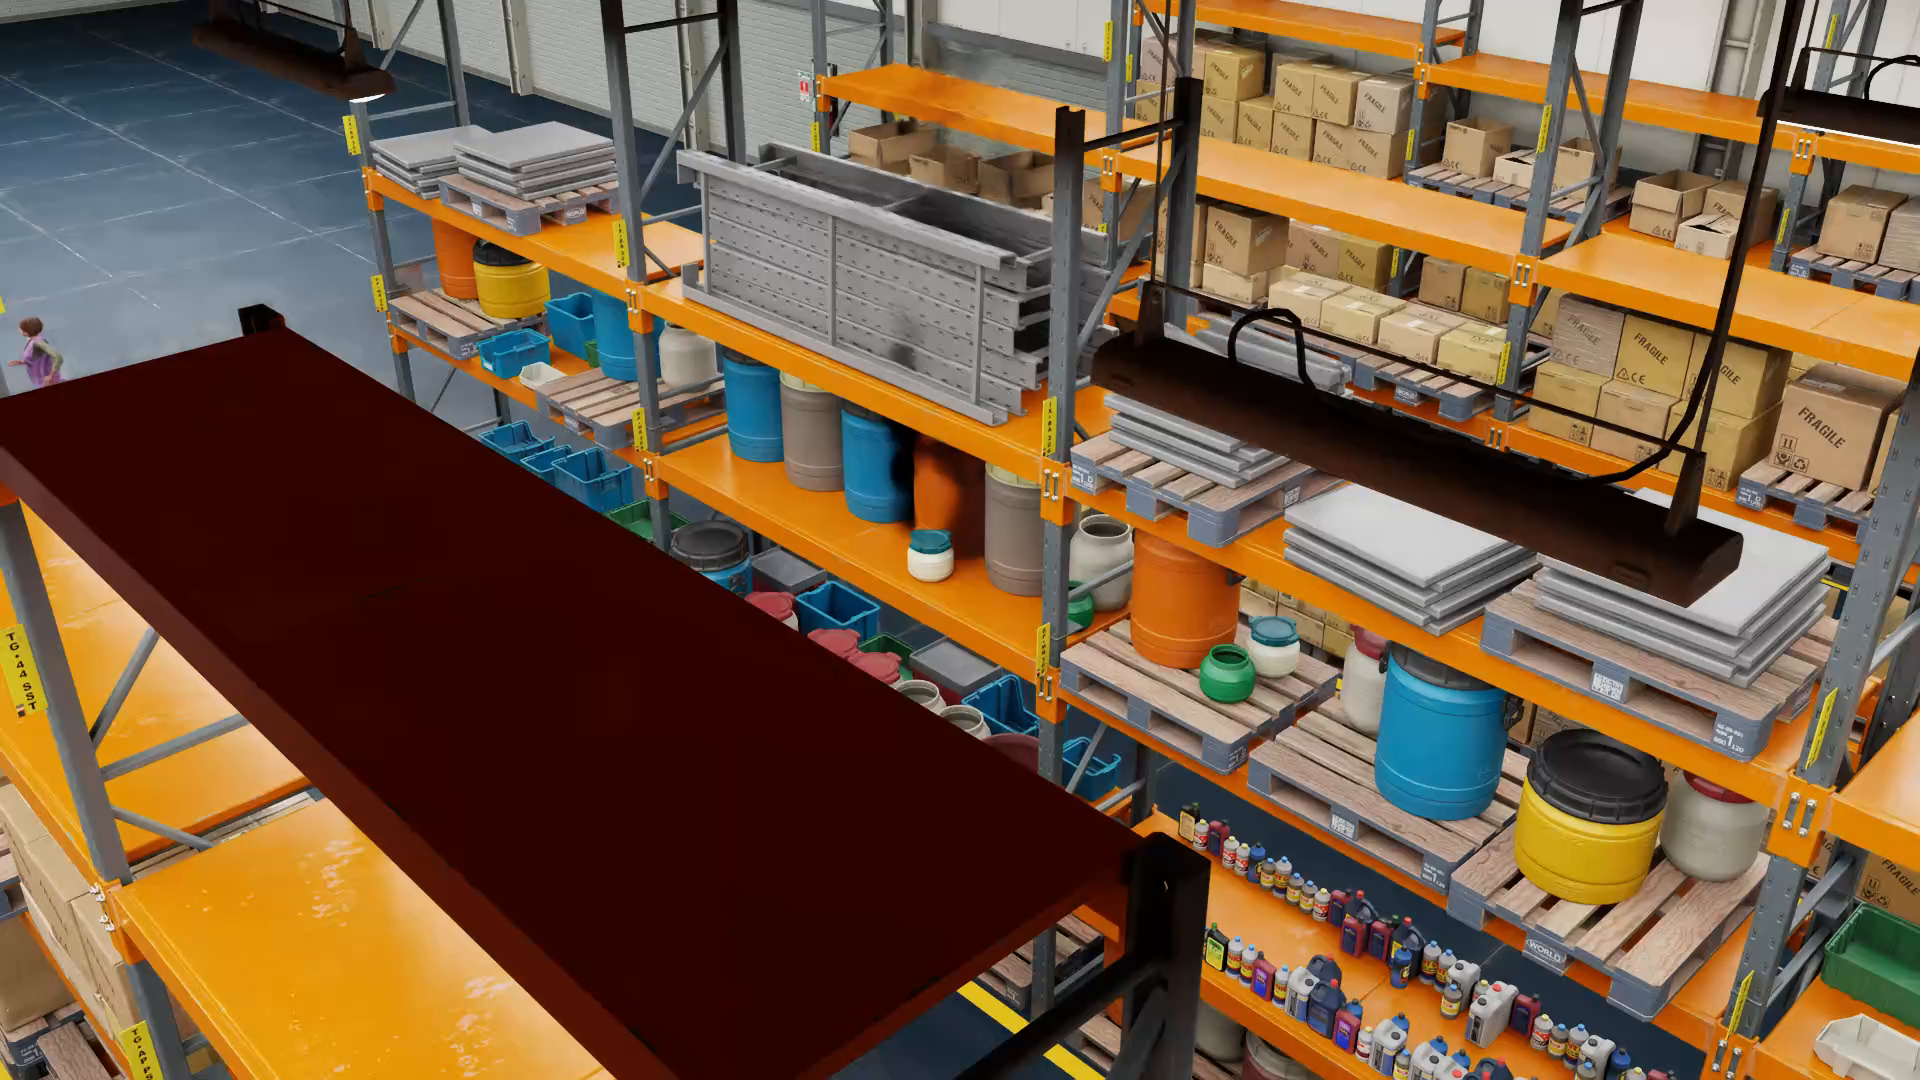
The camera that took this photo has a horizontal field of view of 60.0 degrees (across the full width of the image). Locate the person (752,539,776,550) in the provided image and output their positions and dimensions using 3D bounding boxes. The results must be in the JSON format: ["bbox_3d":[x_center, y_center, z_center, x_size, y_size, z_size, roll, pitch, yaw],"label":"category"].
[{"bbox_3d":[-1.601,-0.150,14.876,0.585,1.682,0.839,-23,36,-36],"label":"person"}]

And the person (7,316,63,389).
[{"bbox_3d":[-10.003,-1.688,18.314,0.743,1.645,0.522,-11,30,-20],"label":"person"}]
